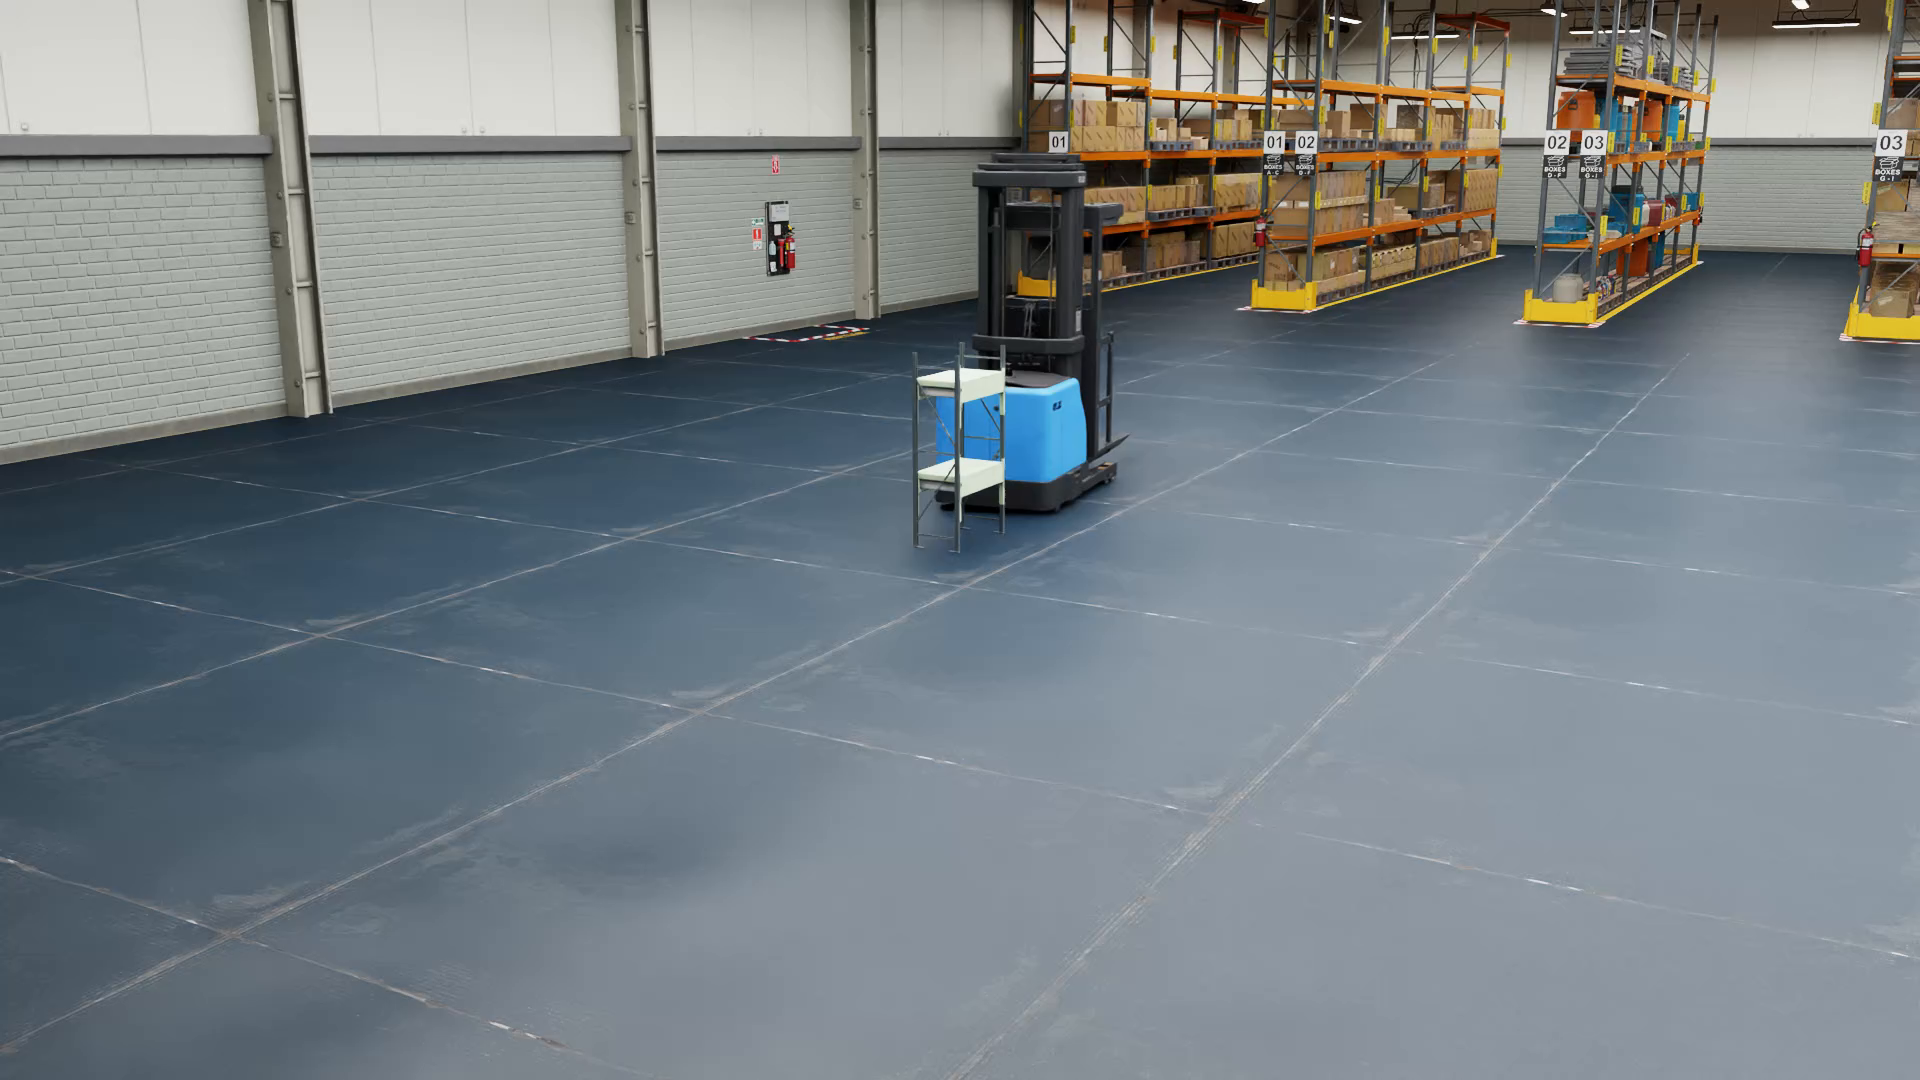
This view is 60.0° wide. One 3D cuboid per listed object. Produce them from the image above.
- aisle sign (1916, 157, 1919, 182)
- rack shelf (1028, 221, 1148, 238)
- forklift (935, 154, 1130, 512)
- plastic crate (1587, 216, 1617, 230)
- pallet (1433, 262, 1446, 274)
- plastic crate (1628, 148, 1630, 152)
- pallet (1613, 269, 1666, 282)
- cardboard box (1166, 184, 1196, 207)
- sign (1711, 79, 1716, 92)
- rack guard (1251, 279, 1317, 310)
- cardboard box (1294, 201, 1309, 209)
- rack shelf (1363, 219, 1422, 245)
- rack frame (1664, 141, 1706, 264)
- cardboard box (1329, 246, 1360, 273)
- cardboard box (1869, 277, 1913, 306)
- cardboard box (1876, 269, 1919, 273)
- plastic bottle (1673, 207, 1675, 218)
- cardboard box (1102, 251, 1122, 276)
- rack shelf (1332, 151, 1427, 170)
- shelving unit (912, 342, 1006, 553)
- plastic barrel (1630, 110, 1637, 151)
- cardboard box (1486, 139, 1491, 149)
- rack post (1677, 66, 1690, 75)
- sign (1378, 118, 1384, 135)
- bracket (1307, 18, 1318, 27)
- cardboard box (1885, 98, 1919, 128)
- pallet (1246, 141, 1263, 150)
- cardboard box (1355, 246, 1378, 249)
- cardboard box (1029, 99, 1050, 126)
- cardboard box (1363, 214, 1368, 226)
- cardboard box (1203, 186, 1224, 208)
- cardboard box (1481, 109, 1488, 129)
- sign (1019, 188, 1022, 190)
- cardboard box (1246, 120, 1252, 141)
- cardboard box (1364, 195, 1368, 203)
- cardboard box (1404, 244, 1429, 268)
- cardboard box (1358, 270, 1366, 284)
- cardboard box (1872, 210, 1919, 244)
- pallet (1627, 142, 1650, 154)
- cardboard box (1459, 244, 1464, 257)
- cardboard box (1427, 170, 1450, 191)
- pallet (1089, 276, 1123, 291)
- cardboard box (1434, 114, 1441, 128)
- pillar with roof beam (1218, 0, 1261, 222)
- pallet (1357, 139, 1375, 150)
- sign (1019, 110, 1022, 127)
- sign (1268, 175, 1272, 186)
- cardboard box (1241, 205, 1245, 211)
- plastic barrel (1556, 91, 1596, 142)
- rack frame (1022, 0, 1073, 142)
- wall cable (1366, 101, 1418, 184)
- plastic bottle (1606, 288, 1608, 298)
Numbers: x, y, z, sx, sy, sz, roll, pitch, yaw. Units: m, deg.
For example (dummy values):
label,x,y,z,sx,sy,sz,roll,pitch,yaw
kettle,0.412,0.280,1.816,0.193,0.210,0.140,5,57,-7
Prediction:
label,x,y,z,sx,sy,sz,roll,pitch,yaw
aisle sign,14.934,-5.882,25.487,0.394,0.787,0.004,7,15,28
rack shelf,2.659,-6.410,34.755,1.077,0.370,4.000,7,15,28
forklift,0.803,-1.961,14.912,1.130,2.935,3.031,5,15,21
plastic crate,11.934,-5.924,31.338,0.767,0.338,0.504,7,15,28
pallet,10.883,-6.472,39.431,1.003,0.211,1.213,7,15,28
plastic crate,11.877,-7.002,29.840,0.243,0.136,0.396,7,15,28
pallet,15.168,-5.928,37.172,1.003,0.211,1.213,7,15,28
cardboard box,5.095,-8.038,38.820,0.700,0.500,0.500,6,15,23
sign,18.589,-11.210,41.019,0.100,0.325,0.005,7,15,28
rack guard,6.019,-4.568,30.916,1.175,0.500,0.348,7,15,28
cardboard box,6.409,-6.209,30.789,0.380,0.149,0.250,7,15,28
rack shelf,8.931,-6.670,35.834,1.077,0.370,4.000,7,15,28
rack frame,18.100,-8.509,41.929,1.000,3.000,0.127,7,15,28
cardboard box,7.680,-5.620,33.316,0.500,0.500,0.500,7,15,28
cardboard box,16.136,-4.279,28.820,0.500,0.500,0.500,-12,18,-41
cardboard box,17.197,-4.704,30.540,0.700,0.500,0.500,7,15,28
plastic bottle,16.259,-7.511,38.052,0.152,0.276,0.135,7,15,28
cardboard box,3.160,-5.951,35.712,0.500,0.500,0.500,6,15,24
rack shelf,8.931,-8.128,35.483,1.077,0.370,4.000,7,15,28
shelving unit,-0.003,-0.728,12.852,0.431,1.500,0.755,7,15,28
plastic barrel,13.329,-8.257,33.565,0.600,0.830,0.708,7,15,28
cardboard box,13.266,-10.116,42.513,0.500,0.250,0.500,7,15,28
rack post,15.732,-10.399,37.128,0.937,0.300,0.954,7,15,27
sign,8.451,-8.295,33.367,0.100,0.325,0.005,7,15,28
bracket,10.086,-14.825,47.644,0.235,0.232,0.430,7,15,28
cardboard box,15.229,-6.907,26.966,0.500,0.500,0.500,7,15,28
pallet,7.094,-9.982,42.048,0.805,0.209,1.217,7,15,26
cardboard box,8.893,-6.283,36.468,0.500,0.311,0.500,7,15,27
cardboard box,1.672,-8.470,32.976,0.500,0.500,0.500,8,16,31
cardboard box,8.164,-6.642,34.505,0.500,0.250,0.500,9,16,32
cardboard box,6.019,-8.264,40.021,0.500,0.500,0.500,8,16,30
cardboard box,13.068,-10.749,42.473,0.700,0.500,0.500,7,15,28
sign,1.216,-7.133,33.074,0.100,0.325,0.005,7,15,28
cardboard box,6.972,-10.364,42.069,0.700,0.500,0.500,6,15,25
cardboard box,8.021,-6.893,33.628,0.380,0.149,0.250,7,15,28
cardboard box,10.368,-6.490,37.946,0.500,0.500,0.500,8,16,30
cardboard box,7.932,-5.357,33.824,0.500,0.250,0.500,7,15,28
cardboard box,14.991,-4.968,26.394,0.875,0.500,0.500,7,15,28
pallet,12.036,-7.255,30.727,1.213,0.211,1.003,7,15,28
cardboard box,12.224,-7.219,41.375,0.500,0.311,0.500,7,15,28
cardboard box,11.850,-8.918,41.279,0.500,0.500,0.500,7,15,28
pallet,2.744,-5.421,35.069,1.003,0.211,1.213,7,15,28
cardboard box,10.881,-9.641,38.901,0.600,0.600,0.600,7,15,26
pillar with roof beam,10.843,-11.481,41.457,9.100,9.000,0.548,7,15,28
pallet,7.575,-7.846,32.969,1.003,0.211,1.213,7,15,28
sign,1.216,-8.305,32.791,0.100,0.325,0.005,7,15,28
sign,7.973,-9.276,42.808,0.100,0.325,0.005,7,15,28
cardboard box,6.926,-8.341,41.727,0.380,0.149,0.250,7,15,26
plastic barrel,10.489,-7.212,28.335,0.600,0.830,0.708,7,15,28
rack frame,1.693,-9.265,32.266,1.000,3.000,0.127,7,15,28
wall cable,12.474,-12.158,50.891,3.097,2.526,0.112,7,15,28
plastic bottle,11.876,-4.570,30.622,0.097,0.201,0.097,0,14,0
